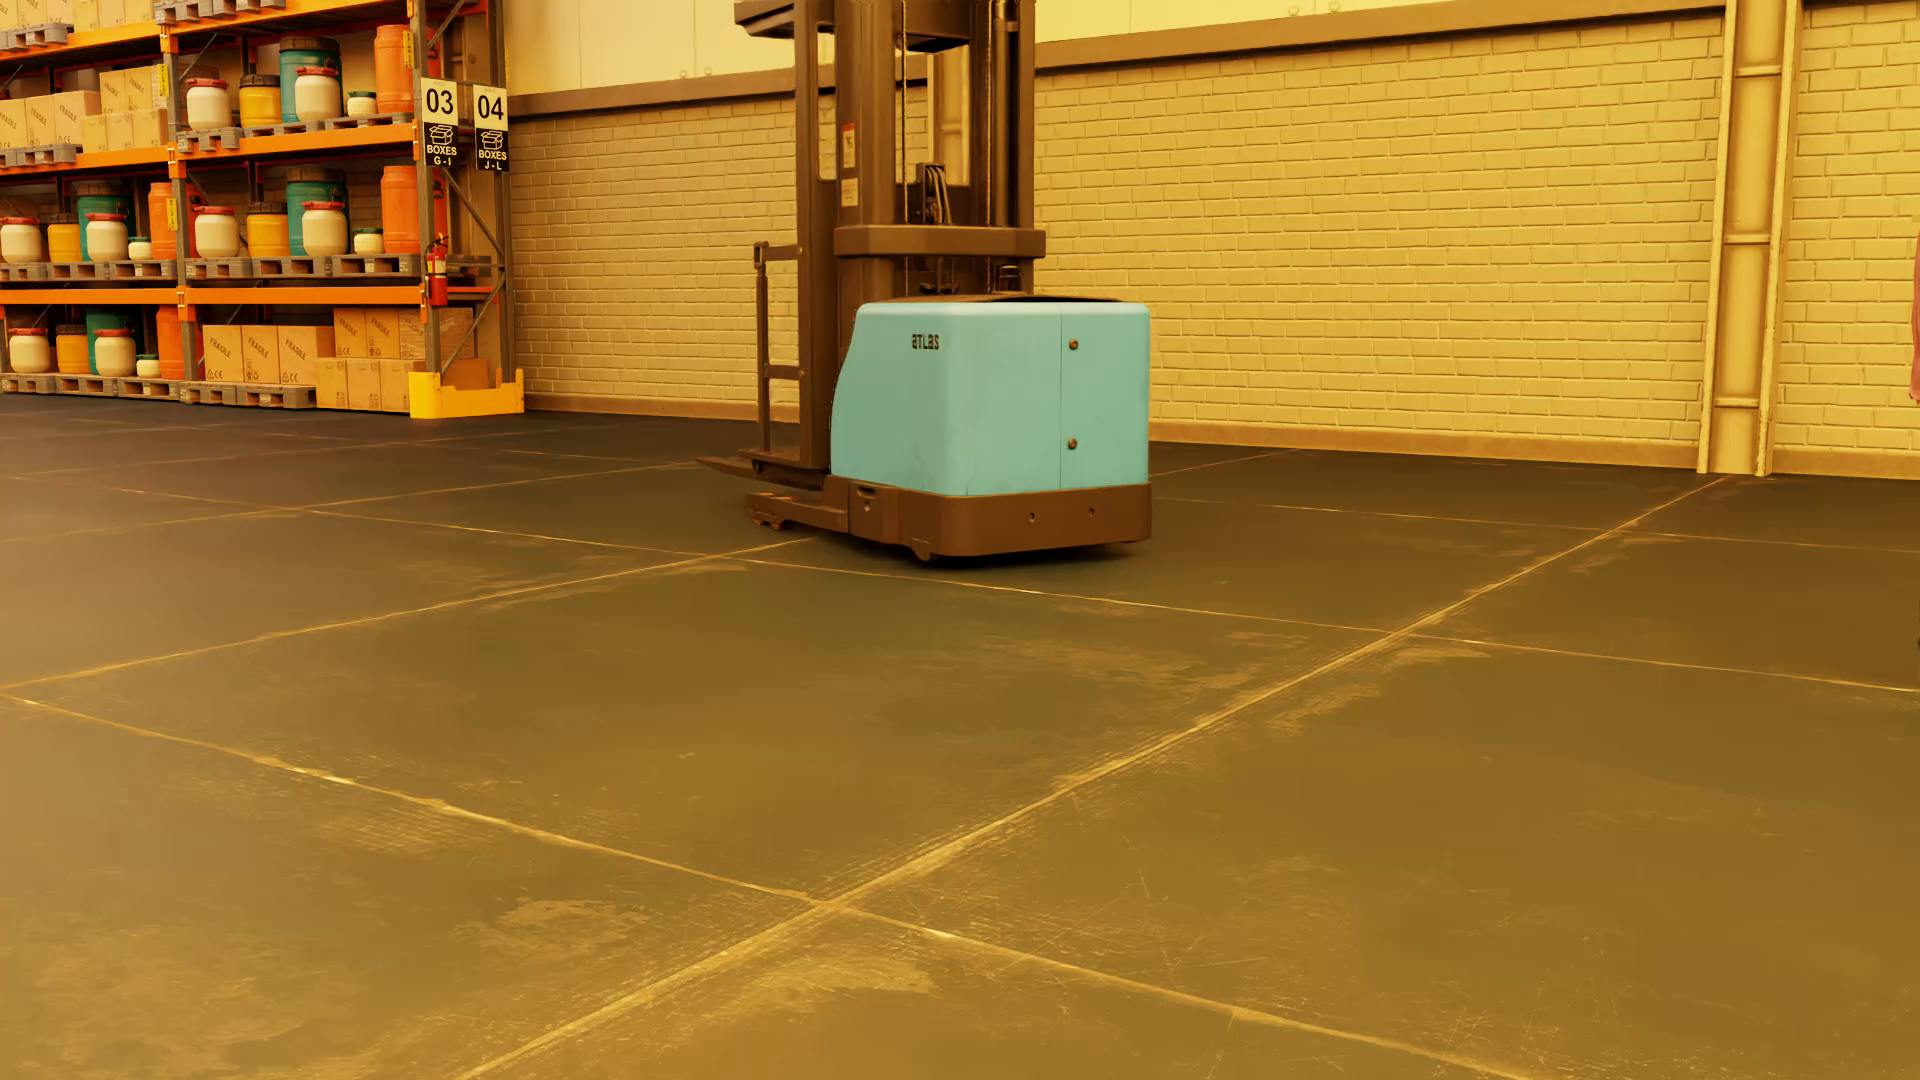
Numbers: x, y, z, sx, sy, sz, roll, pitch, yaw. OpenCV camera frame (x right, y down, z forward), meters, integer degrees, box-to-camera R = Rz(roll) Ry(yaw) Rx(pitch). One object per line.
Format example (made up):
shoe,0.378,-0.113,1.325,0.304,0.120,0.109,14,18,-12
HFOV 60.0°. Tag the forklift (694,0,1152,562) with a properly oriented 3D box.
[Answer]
forklift,-0.387,-1.528,7.937,1.130,2.935,3.031,-5,10,-32

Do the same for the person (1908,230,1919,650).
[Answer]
person,2.913,-0.394,4.652,0.475,1.597,0.520,4,9,24
